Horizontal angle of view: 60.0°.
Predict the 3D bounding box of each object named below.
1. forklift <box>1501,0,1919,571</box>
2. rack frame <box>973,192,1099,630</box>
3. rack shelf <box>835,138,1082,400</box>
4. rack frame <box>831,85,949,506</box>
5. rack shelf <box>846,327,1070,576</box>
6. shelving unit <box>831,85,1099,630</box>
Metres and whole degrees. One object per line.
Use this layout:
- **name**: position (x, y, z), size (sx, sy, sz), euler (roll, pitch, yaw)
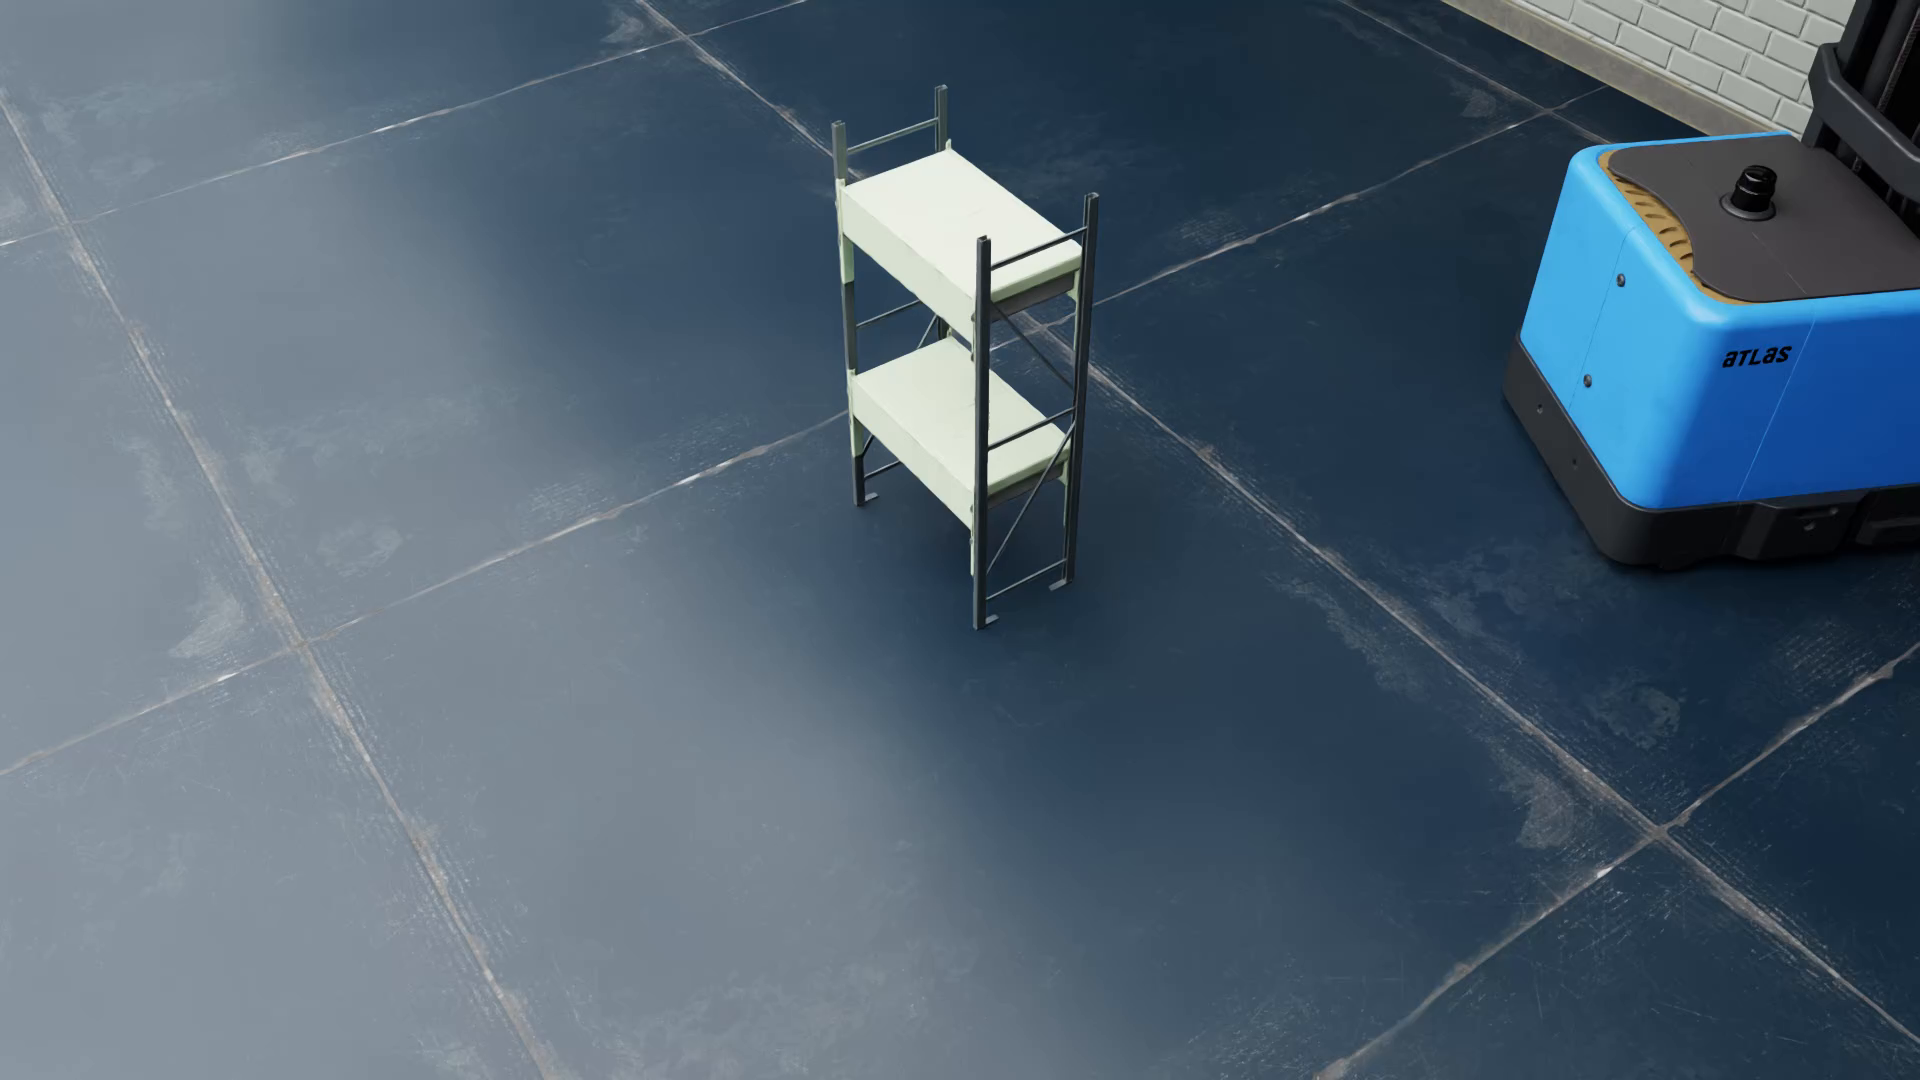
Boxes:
- **forklift**: position (3.592, -1.424, 5.119), size (3.031, 2.935, 1.130), euler (-6, 44, -6)
- **rack frame**: position (0.213, -0.331, 5.011), size (0.400, 1.500, 0.023), euler (-26, 49, -24)
- **rack shelf**: position (0.004, -0.821, 4.959), size (0.431, 0.370, 0.720), euler (-26, 49, -24)
- **rack frame**: position (-0.206, -0.746, 5.445), size (0.400, 1.500, 0.023), euler (-26, 49, -24)
- **rack shelf**: position (0.004, -0.303, 5.453), size (0.431, 0.370, 0.720), euler (-26, 49, -24)
- **shelving unit**: position (0.004, -0.539, 5.228), size (0.431, 1.500, 0.755), euler (-26, 49, -24)
